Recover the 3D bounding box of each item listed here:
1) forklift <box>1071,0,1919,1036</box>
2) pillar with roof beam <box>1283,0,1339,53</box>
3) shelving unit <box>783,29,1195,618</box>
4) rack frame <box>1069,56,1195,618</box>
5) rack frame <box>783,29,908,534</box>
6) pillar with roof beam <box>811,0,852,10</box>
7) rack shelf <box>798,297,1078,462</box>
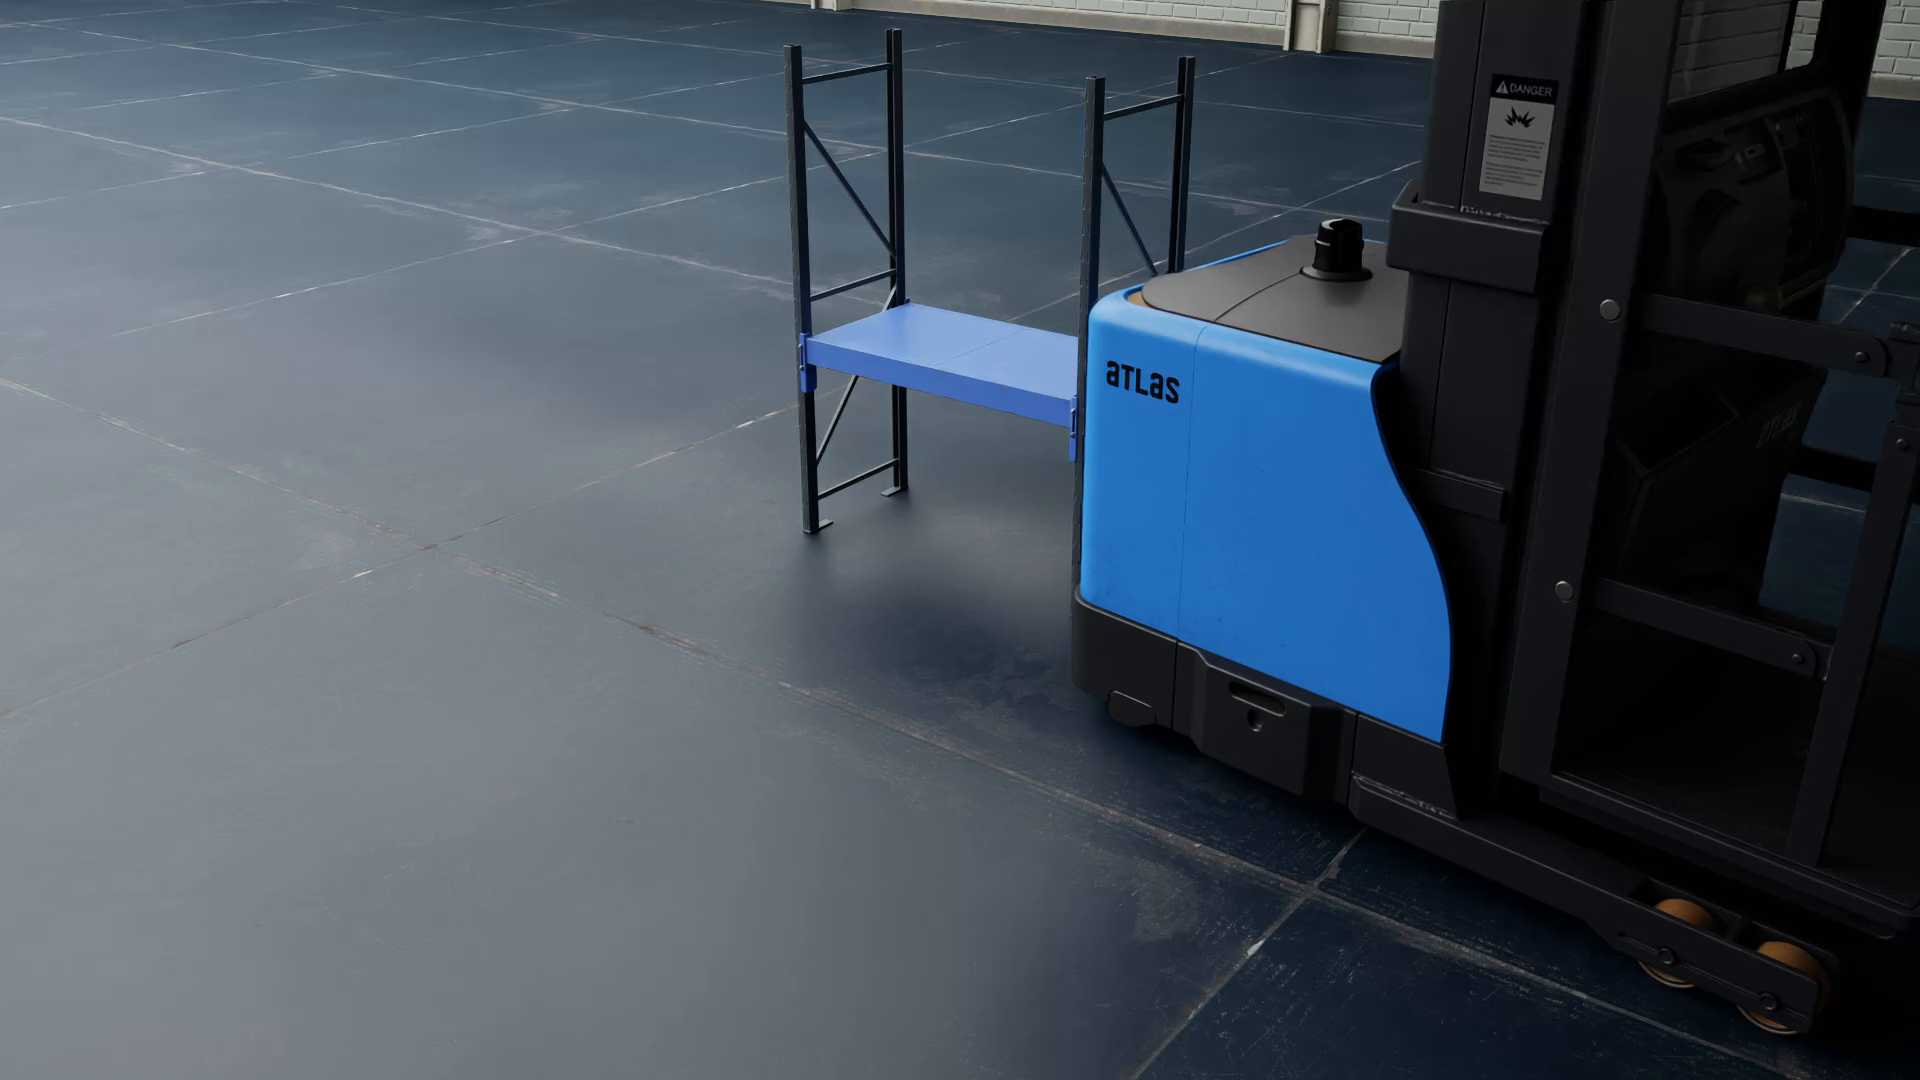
[{"bbox_3d":[1.694,-0.648,3.085,3.031,2.935,1.130,21,32,40],"label":"forklift"},{"bbox_3d":[0.750,-7.407,10.901,0.400,9.000,9.100,17,29,33],"label":"pillar with roof beam"},{"bbox_3d":[0.068,-0.666,4.901,1.048,1.500,0.538,17,29,33],"label":"shelving unit"},{"bbox_3d":[0.475,-0.543,4.622,0.032,1.500,0.500,17,29,33],"label":"rack frame"},{"bbox_3d":[-0.339,-0.789,5.180,0.032,1.500,0.500,17,29,33],"label":"rack frame"},{"bbox_3d":[-4.051,-8.858,14.194,0.400,9.000,9.100,17,29,33],"label":"pillar with roof beam"},{"bbox_3d":[0.068,-0.501,4.973,1.000,0.185,0.538,17,29,33],"label":"rack shelf"}]
